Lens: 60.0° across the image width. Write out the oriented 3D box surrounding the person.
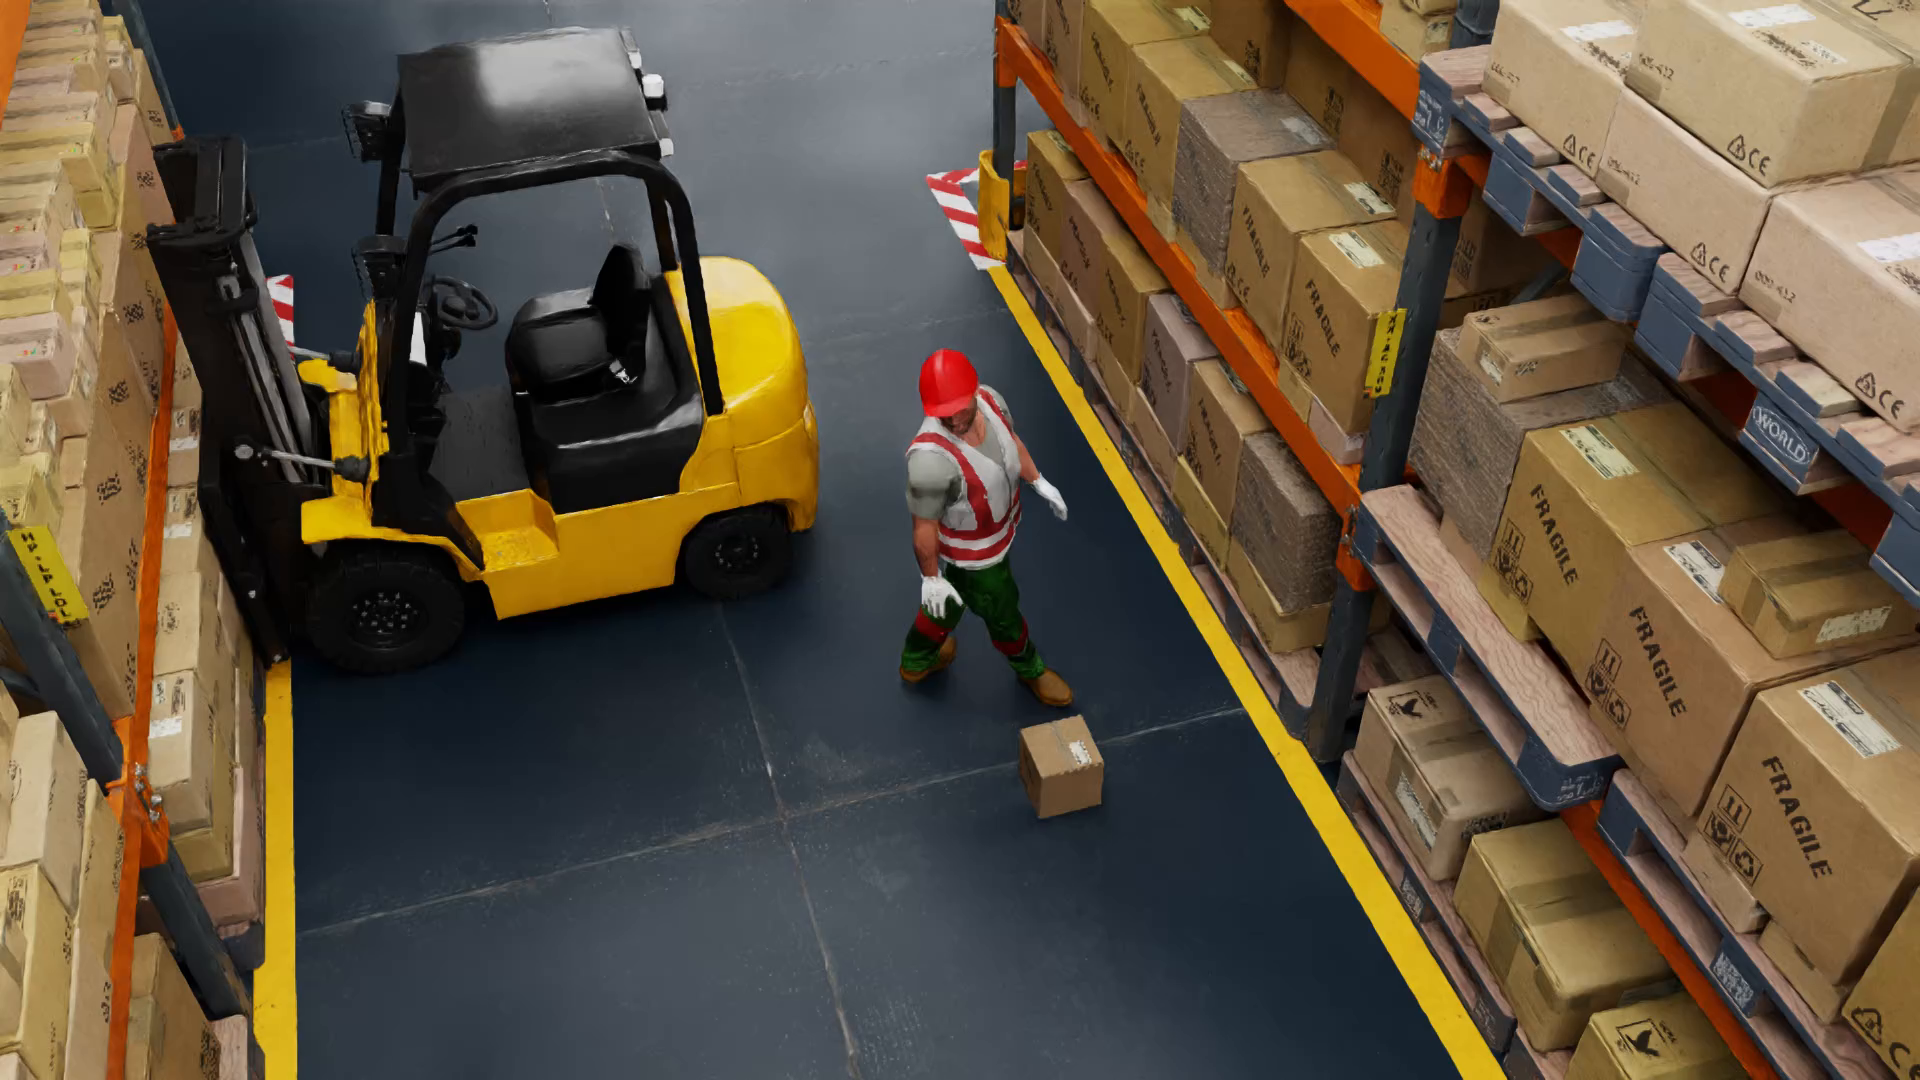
[{"bbox_3d":[0.098,-0.015,6.176,0.720,1.744,0.595,10,43,11],"label":"person"}]
